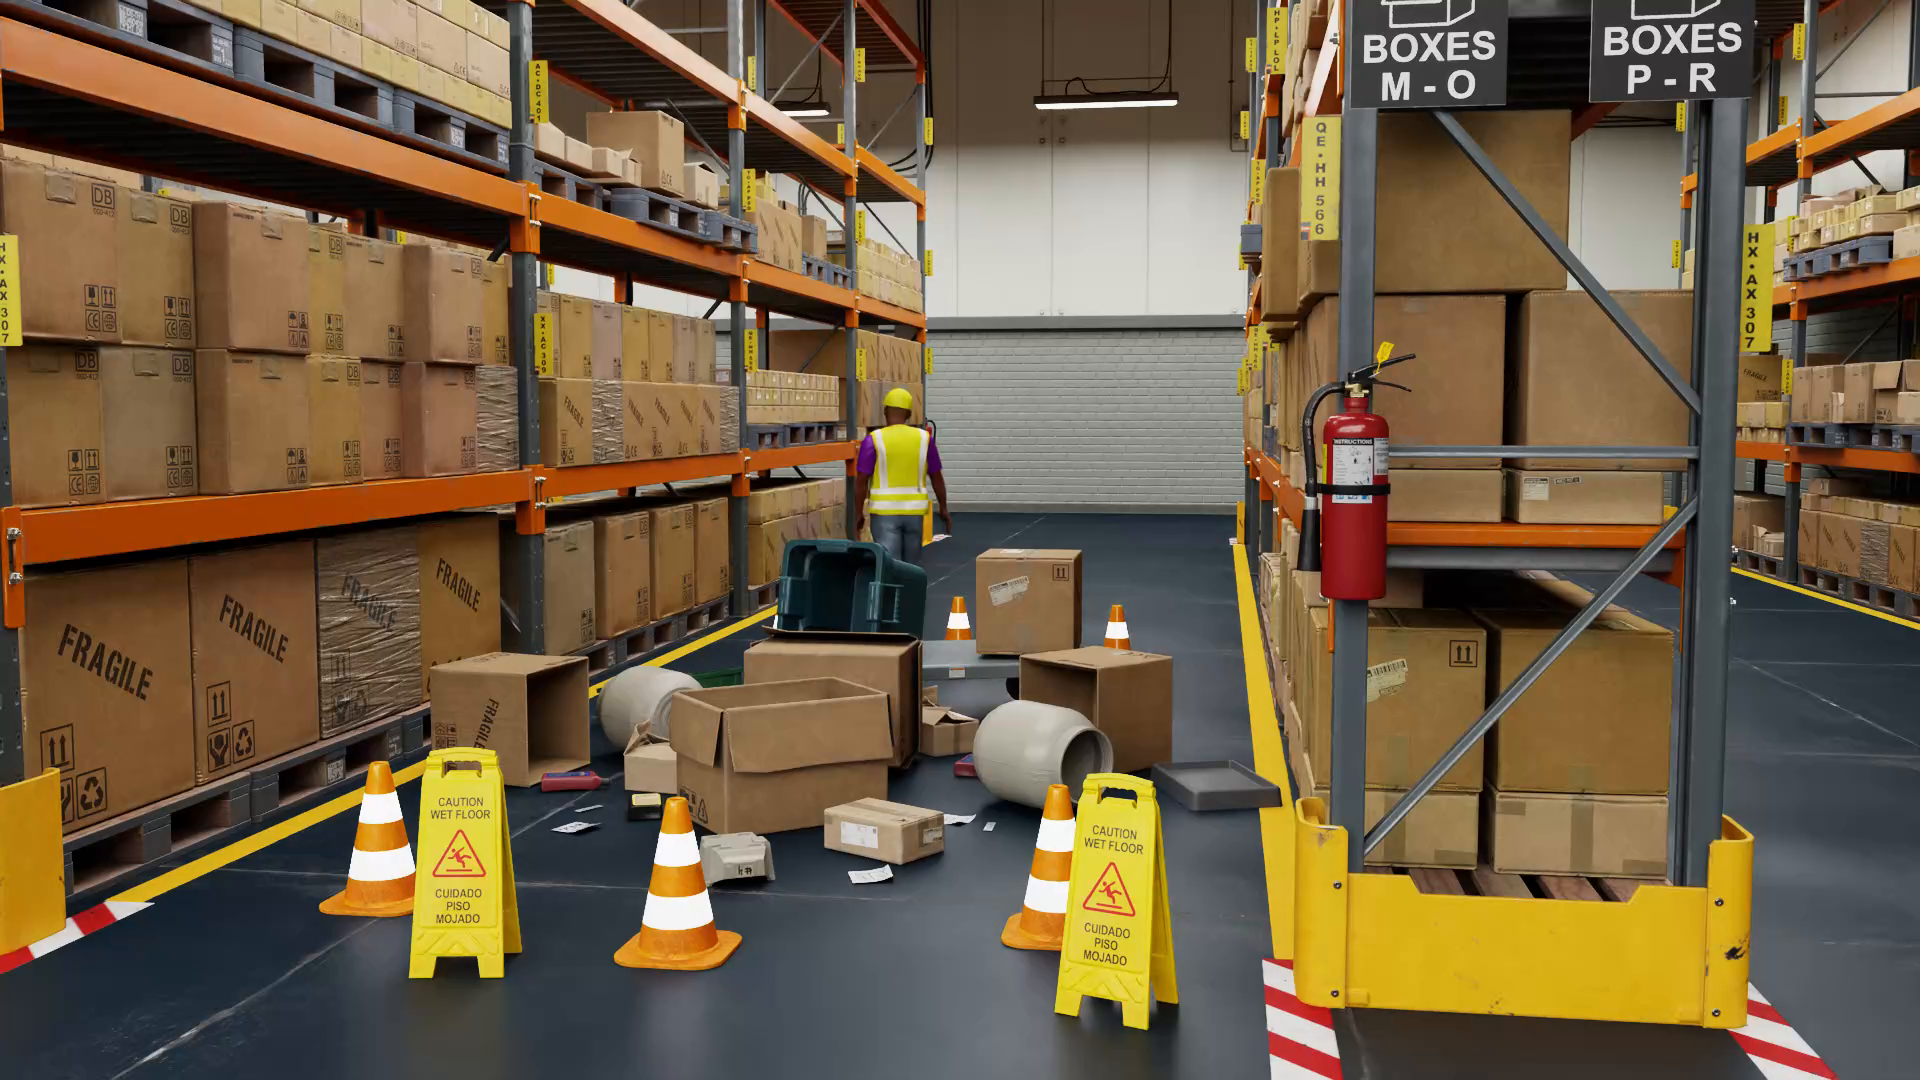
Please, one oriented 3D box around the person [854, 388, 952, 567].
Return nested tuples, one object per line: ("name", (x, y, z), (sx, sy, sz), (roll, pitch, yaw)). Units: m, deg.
("person", (-0.405, -0.171, 11.580), (0.722, 1.766, 0.638), (-2, 5, -23))
